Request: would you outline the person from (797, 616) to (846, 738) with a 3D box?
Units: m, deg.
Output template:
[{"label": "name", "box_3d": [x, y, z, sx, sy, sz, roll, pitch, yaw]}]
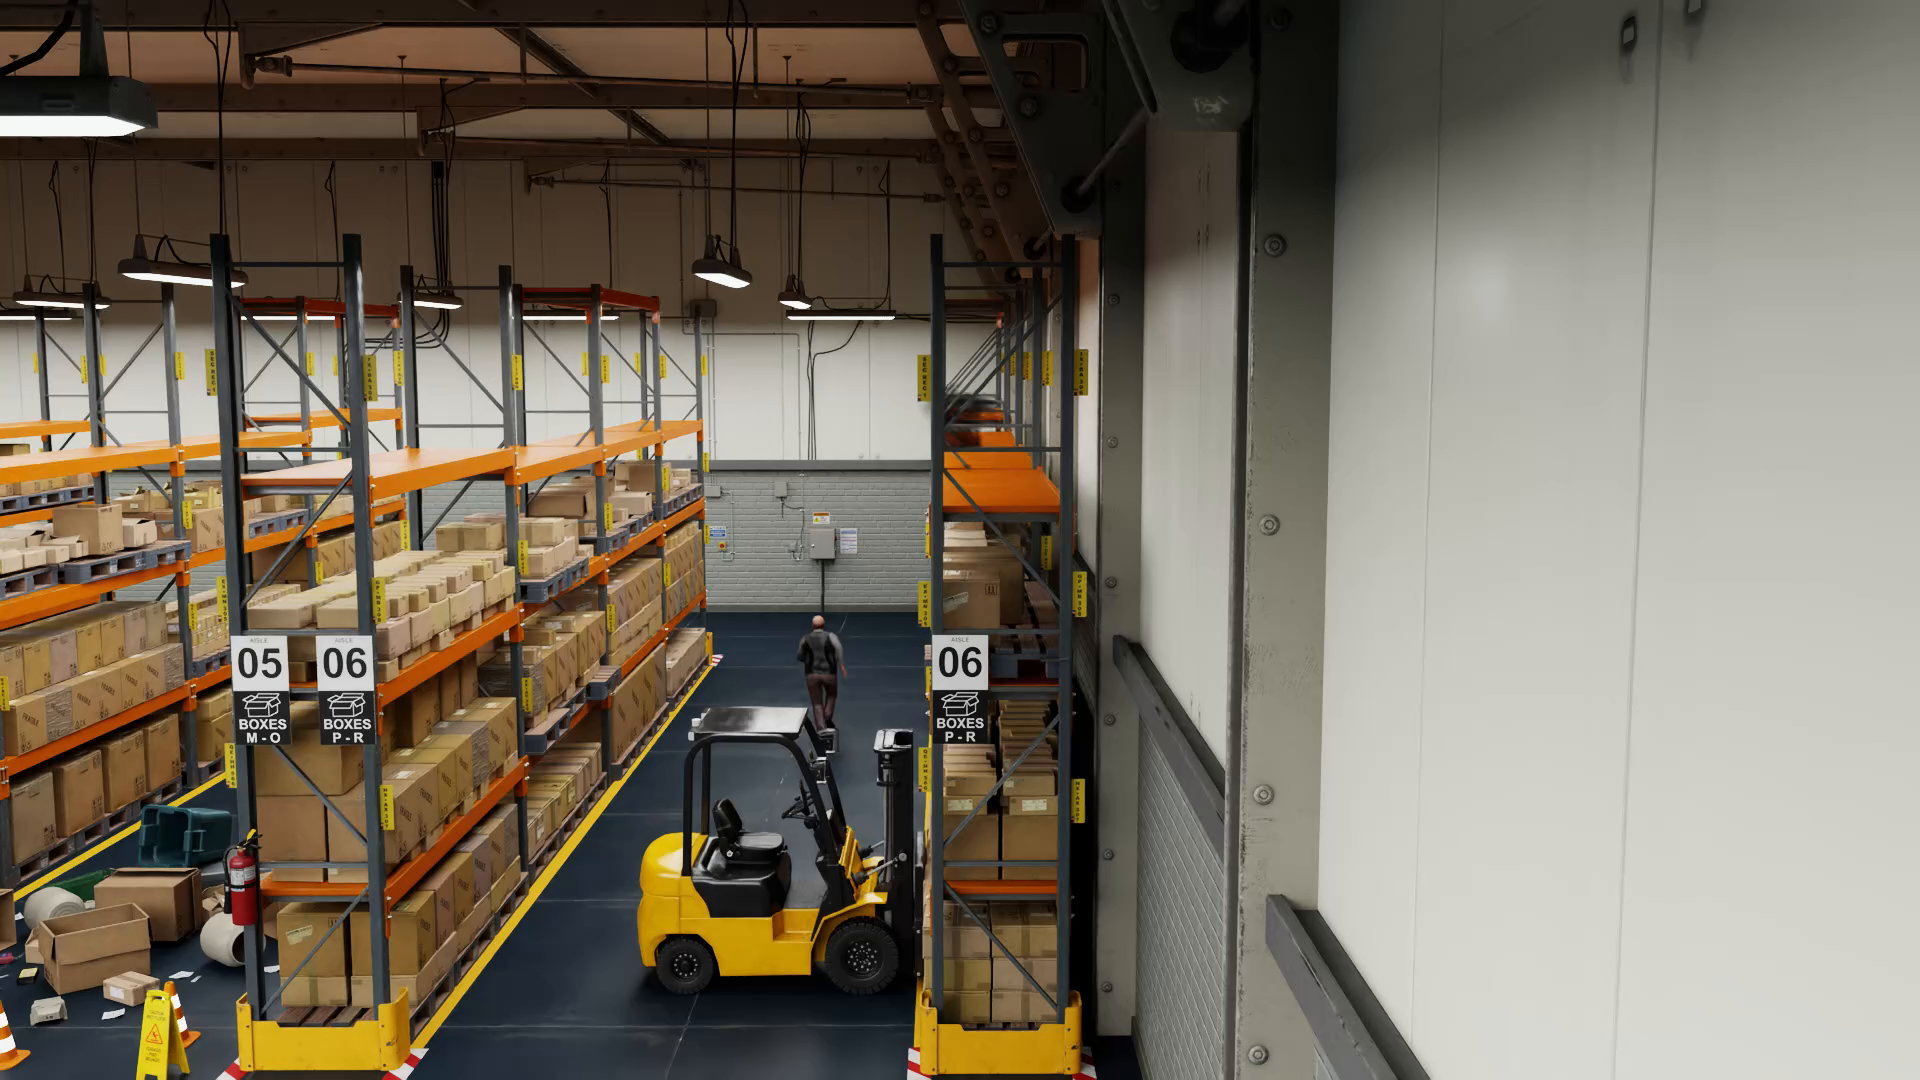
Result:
[{"label": "person", "box_3d": [-1.896, 1.851, 22.737, 0.669, 1.589, 0.961, -1, 6, -5]}]
